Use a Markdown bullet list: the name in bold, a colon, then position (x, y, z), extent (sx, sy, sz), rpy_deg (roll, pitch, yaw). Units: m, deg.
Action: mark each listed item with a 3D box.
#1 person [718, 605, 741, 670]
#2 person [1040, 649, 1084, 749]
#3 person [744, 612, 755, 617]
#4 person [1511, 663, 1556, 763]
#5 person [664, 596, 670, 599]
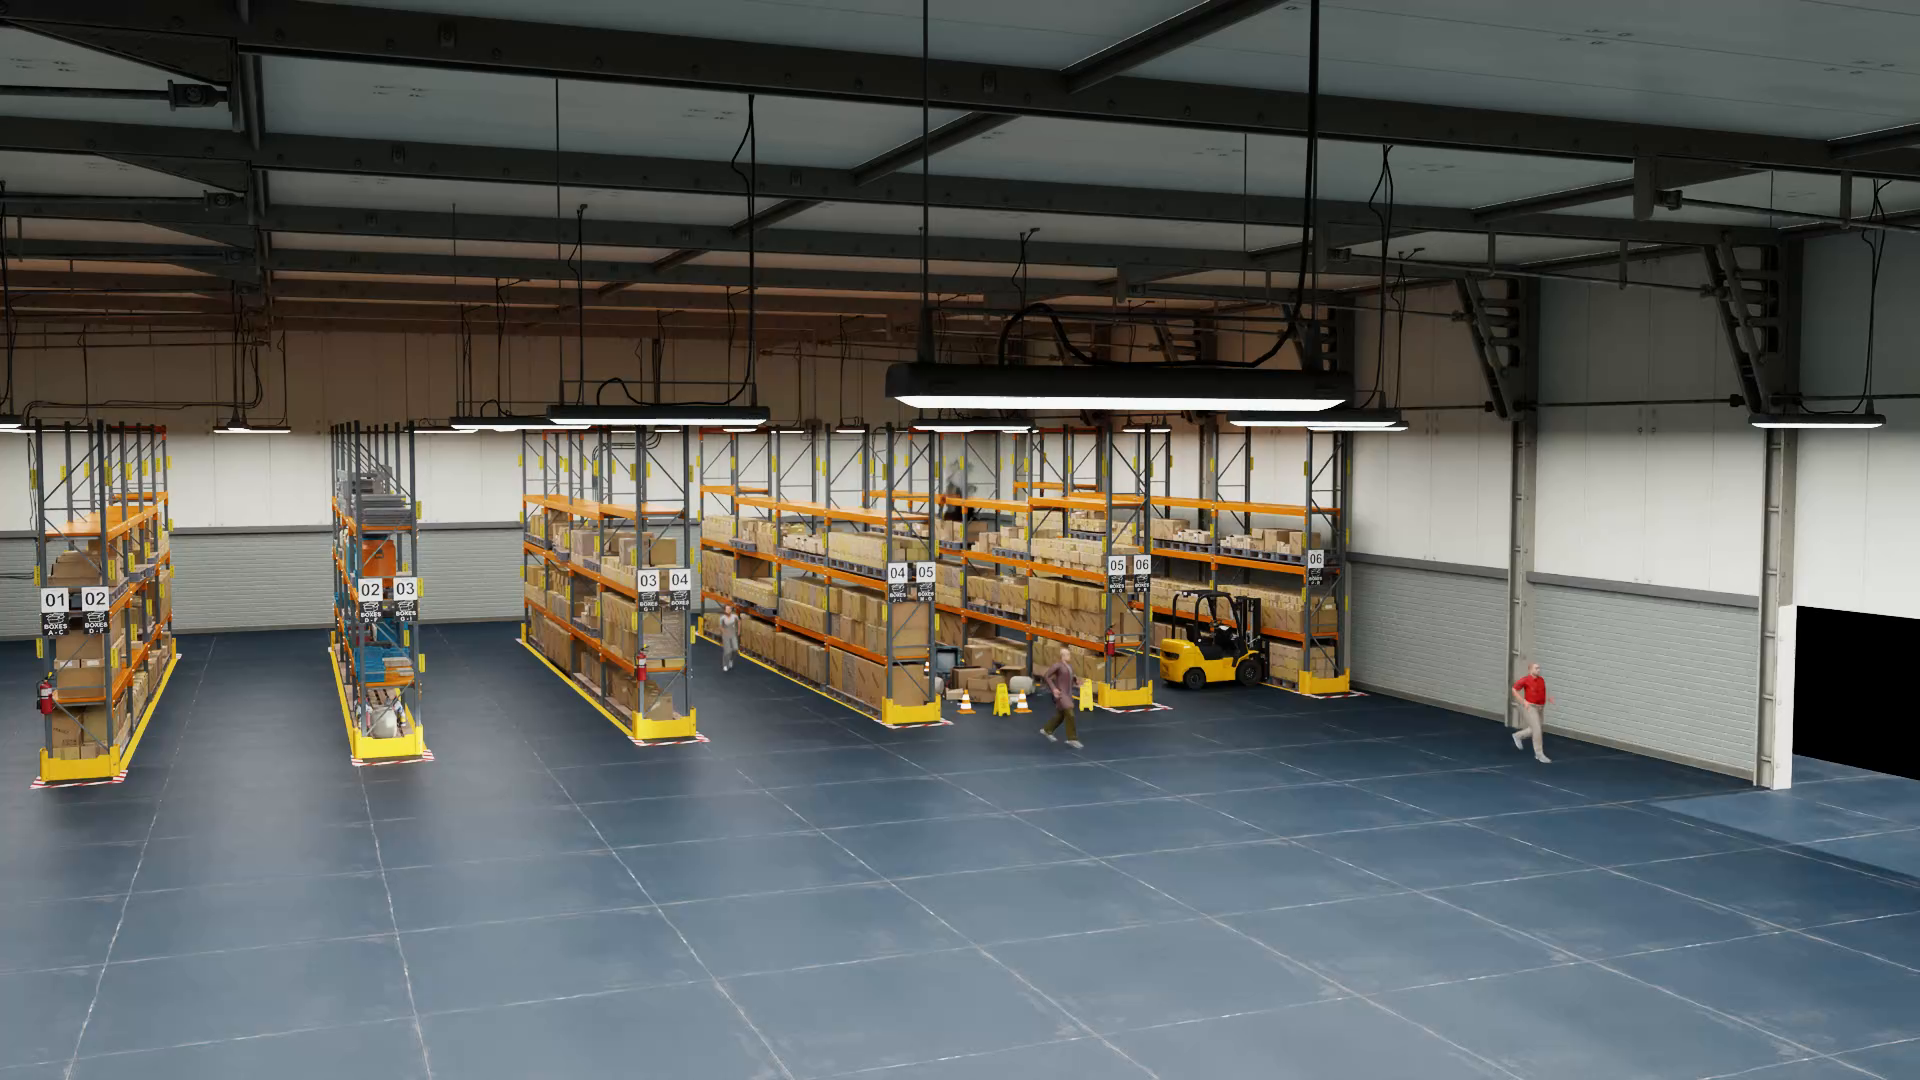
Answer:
- **person**: position (-5.590, 2.375, 40.438), extent (0.585, 1.622, 0.734), rpy_deg (-1, 4, -18)
- **person**: position (1.893, 2.909, 30.744), extent (0.938, 1.808, 0.703), rpy_deg (2, 4, 27)
- **person**: position (-6.360, 1.827, 49.593), extent (0.506, 1.604, 0.631), rpy_deg (2, 4, 25)
- **person**: position (10.145, 3.037, 29.517), extent (0.663, 1.727, 0.903), rpy_deg (-2, 4, -32)
- **person**: position (-8.336, 2.012, 46.705), extent (0.653, 1.596, 0.544), rpy_deg (-1, 4, -11)
